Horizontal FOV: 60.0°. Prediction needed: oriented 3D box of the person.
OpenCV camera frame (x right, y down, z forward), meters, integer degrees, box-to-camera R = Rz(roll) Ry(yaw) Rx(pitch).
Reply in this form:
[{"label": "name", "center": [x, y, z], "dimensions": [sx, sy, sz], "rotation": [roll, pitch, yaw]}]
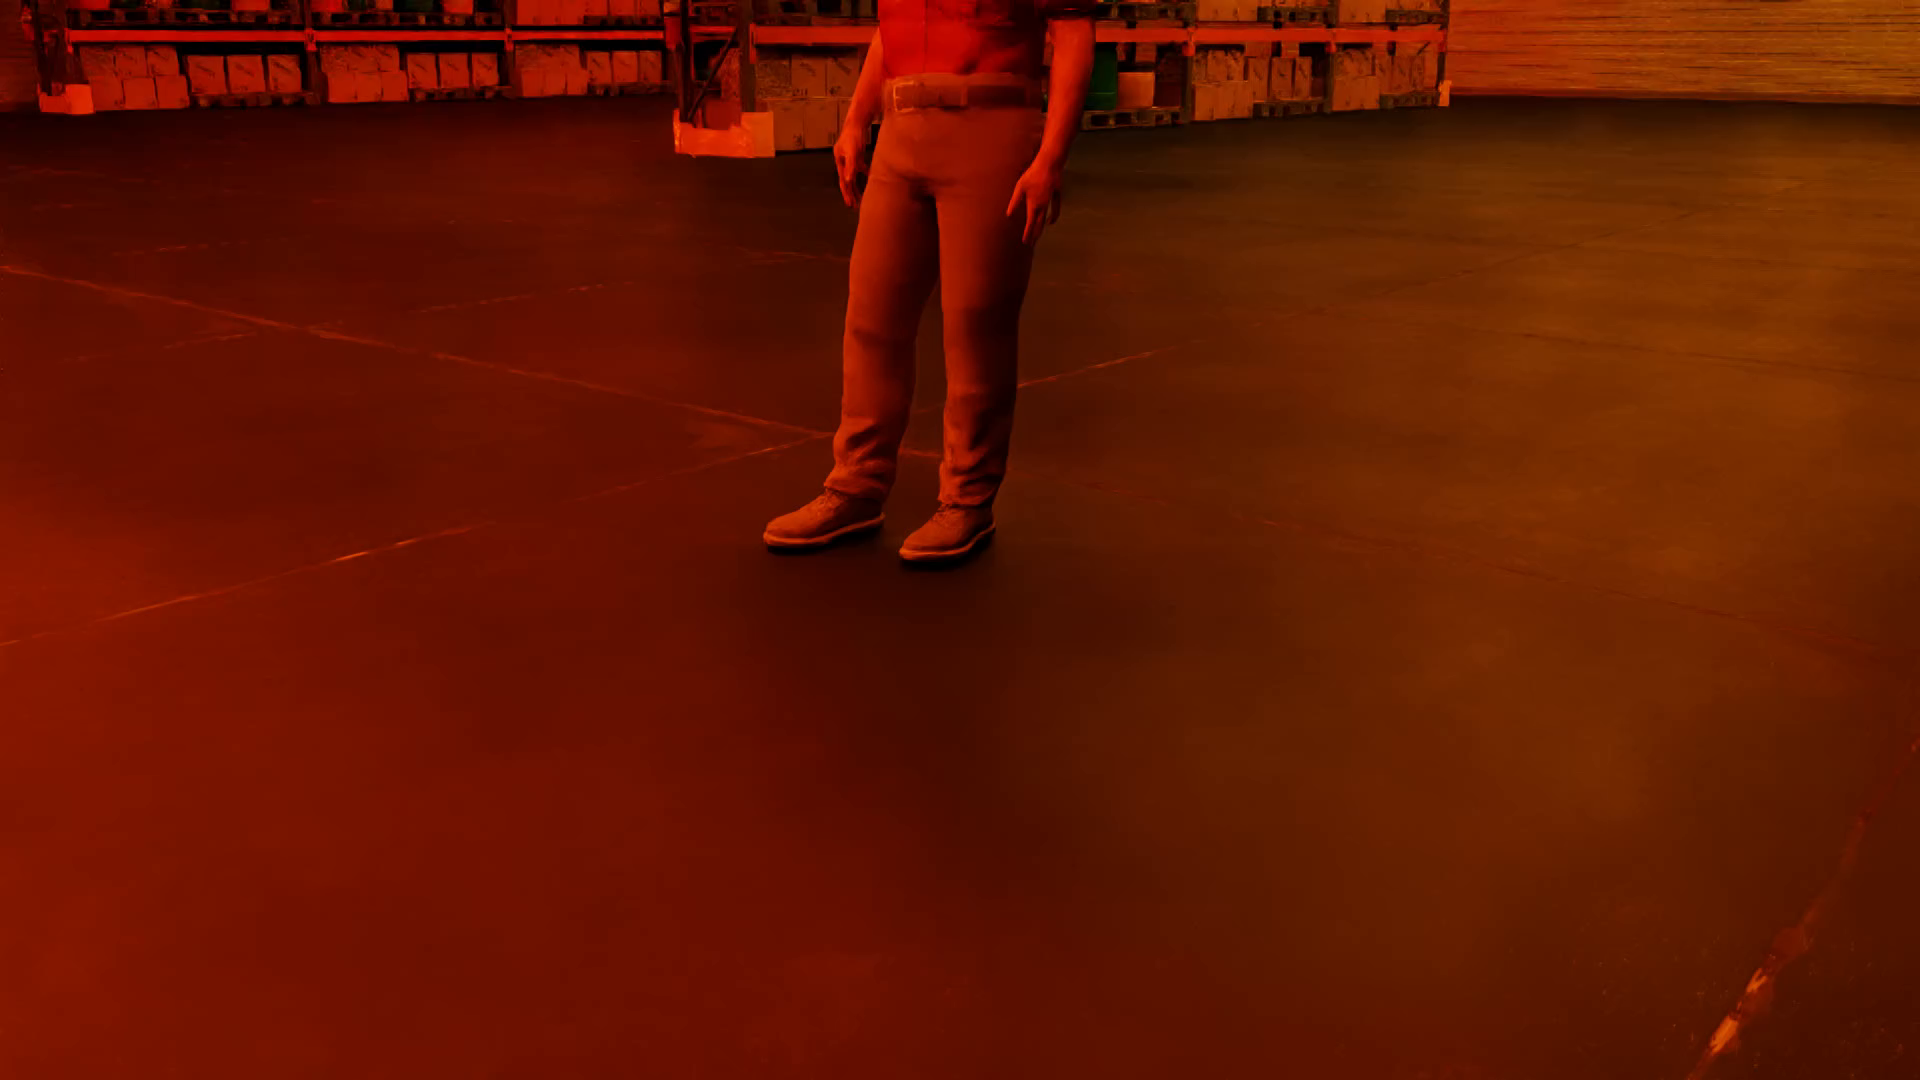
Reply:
[{"label": "person", "center": [-0.066, -0.816, 3.630], "dimensions": [0.640, 1.726, 0.550], "rotation": [13, 21, 37]}]
